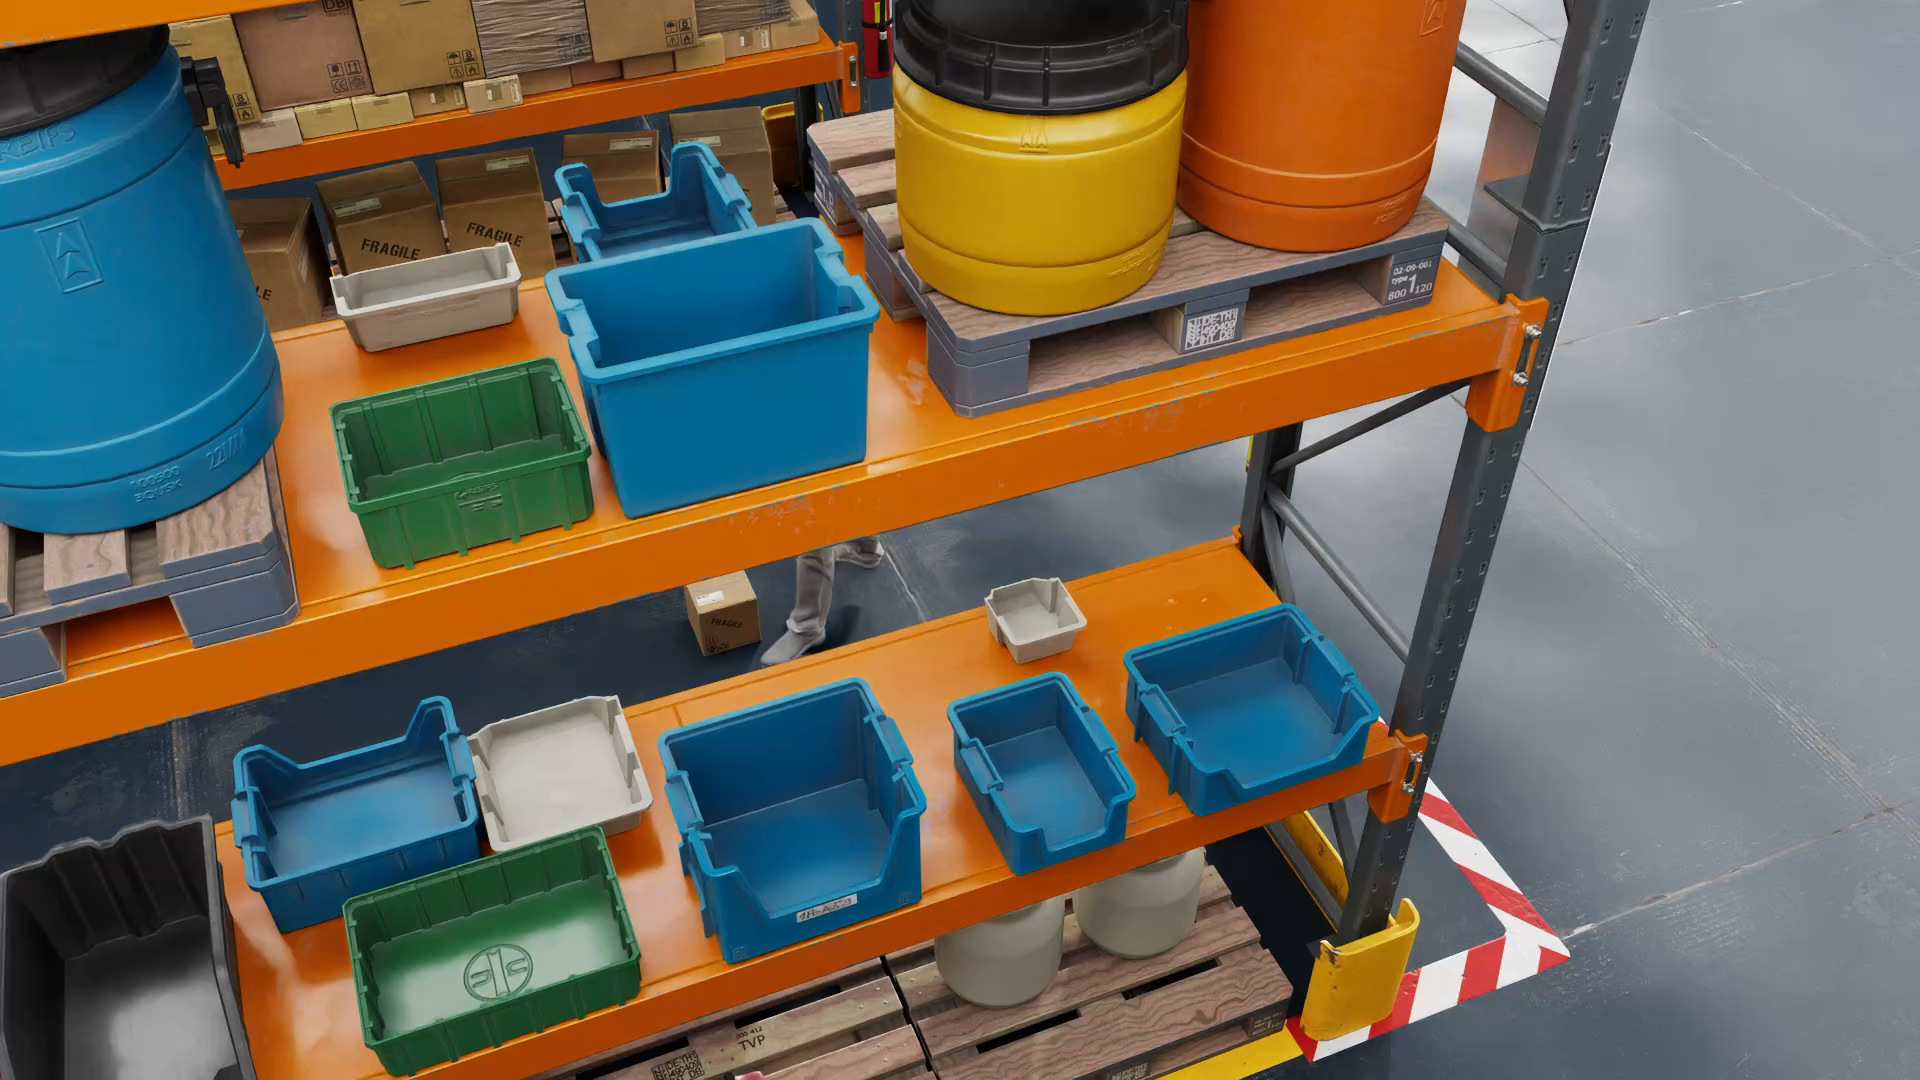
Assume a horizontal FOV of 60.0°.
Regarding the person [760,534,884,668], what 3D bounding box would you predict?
[{"bbox_3d":[-0.592,-0.385,6.578,0.581,1.784,0.728,-6,42,-7],"label":"person"}]
